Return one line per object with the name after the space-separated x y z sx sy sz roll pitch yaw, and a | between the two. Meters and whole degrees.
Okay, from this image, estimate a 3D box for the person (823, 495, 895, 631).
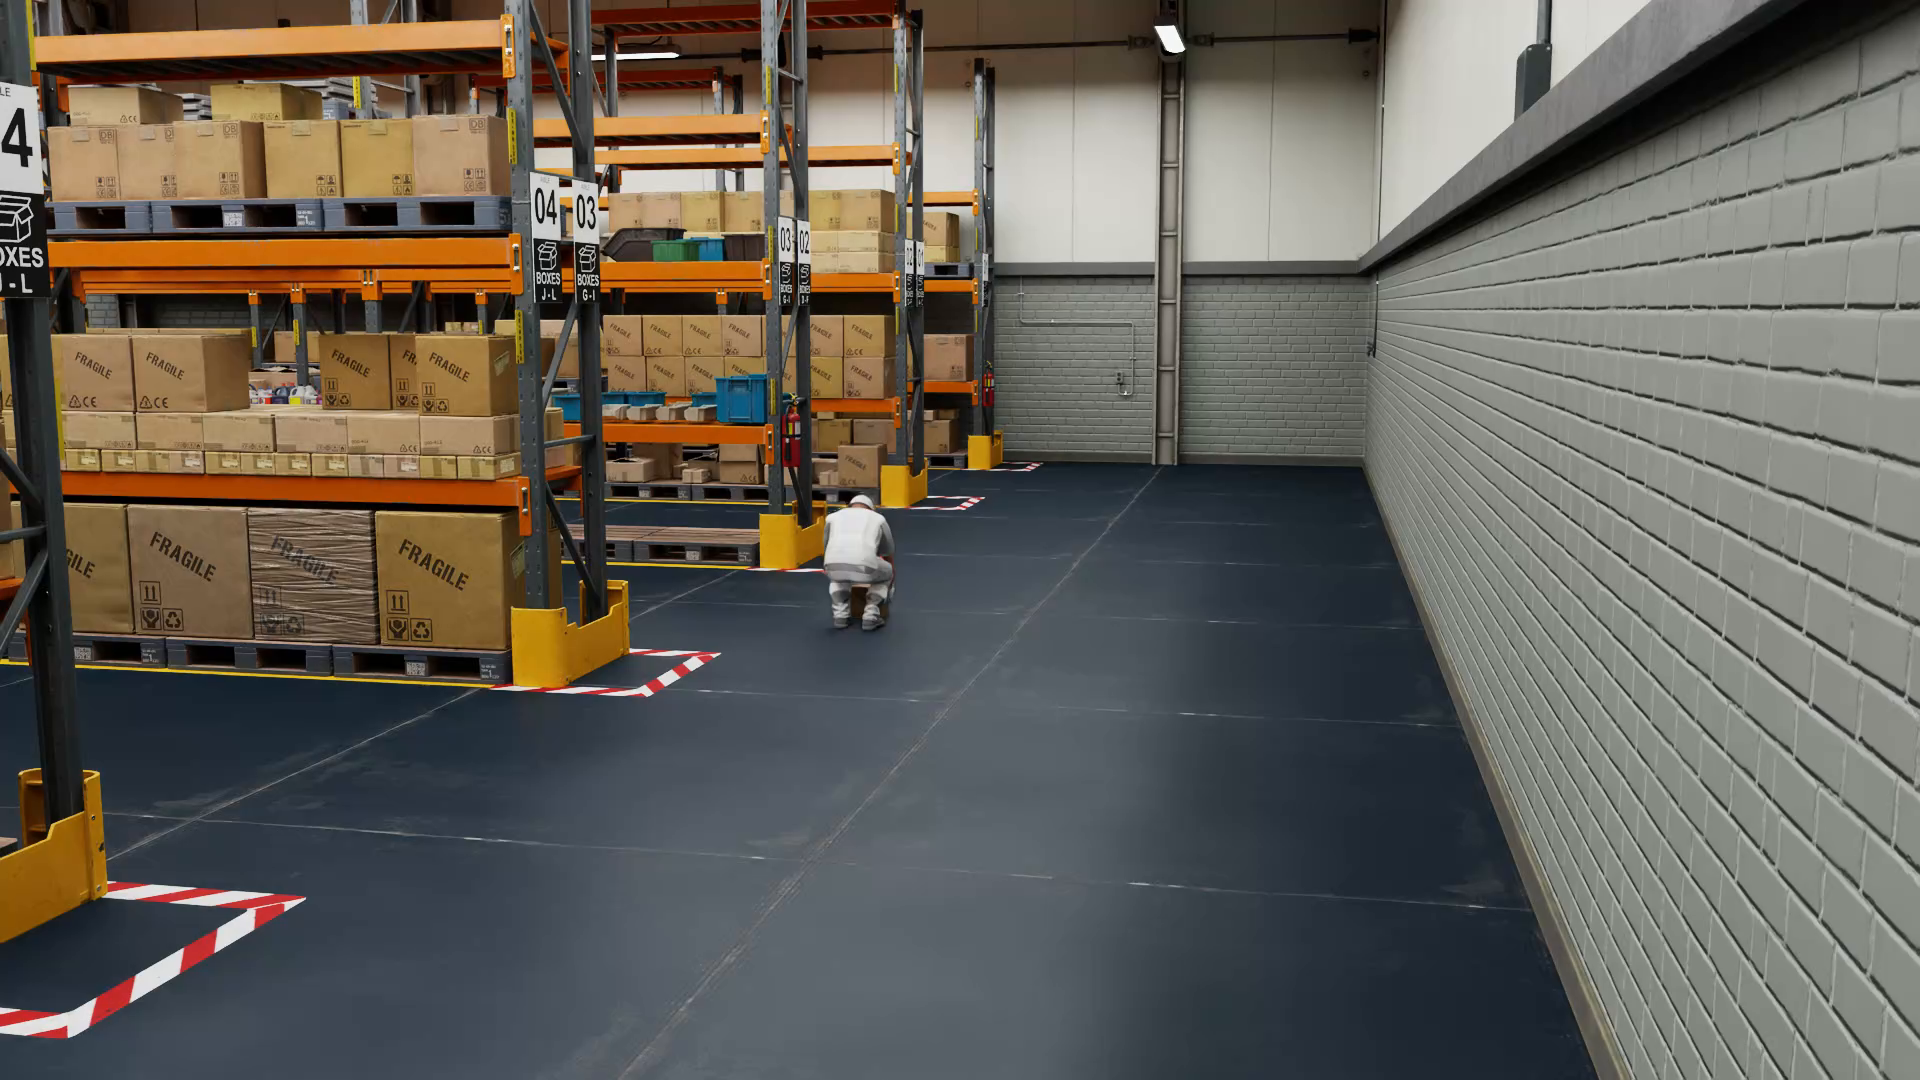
-0.789 0.168 12.571 0.572 0.955 0.882 2 8 11 | person
